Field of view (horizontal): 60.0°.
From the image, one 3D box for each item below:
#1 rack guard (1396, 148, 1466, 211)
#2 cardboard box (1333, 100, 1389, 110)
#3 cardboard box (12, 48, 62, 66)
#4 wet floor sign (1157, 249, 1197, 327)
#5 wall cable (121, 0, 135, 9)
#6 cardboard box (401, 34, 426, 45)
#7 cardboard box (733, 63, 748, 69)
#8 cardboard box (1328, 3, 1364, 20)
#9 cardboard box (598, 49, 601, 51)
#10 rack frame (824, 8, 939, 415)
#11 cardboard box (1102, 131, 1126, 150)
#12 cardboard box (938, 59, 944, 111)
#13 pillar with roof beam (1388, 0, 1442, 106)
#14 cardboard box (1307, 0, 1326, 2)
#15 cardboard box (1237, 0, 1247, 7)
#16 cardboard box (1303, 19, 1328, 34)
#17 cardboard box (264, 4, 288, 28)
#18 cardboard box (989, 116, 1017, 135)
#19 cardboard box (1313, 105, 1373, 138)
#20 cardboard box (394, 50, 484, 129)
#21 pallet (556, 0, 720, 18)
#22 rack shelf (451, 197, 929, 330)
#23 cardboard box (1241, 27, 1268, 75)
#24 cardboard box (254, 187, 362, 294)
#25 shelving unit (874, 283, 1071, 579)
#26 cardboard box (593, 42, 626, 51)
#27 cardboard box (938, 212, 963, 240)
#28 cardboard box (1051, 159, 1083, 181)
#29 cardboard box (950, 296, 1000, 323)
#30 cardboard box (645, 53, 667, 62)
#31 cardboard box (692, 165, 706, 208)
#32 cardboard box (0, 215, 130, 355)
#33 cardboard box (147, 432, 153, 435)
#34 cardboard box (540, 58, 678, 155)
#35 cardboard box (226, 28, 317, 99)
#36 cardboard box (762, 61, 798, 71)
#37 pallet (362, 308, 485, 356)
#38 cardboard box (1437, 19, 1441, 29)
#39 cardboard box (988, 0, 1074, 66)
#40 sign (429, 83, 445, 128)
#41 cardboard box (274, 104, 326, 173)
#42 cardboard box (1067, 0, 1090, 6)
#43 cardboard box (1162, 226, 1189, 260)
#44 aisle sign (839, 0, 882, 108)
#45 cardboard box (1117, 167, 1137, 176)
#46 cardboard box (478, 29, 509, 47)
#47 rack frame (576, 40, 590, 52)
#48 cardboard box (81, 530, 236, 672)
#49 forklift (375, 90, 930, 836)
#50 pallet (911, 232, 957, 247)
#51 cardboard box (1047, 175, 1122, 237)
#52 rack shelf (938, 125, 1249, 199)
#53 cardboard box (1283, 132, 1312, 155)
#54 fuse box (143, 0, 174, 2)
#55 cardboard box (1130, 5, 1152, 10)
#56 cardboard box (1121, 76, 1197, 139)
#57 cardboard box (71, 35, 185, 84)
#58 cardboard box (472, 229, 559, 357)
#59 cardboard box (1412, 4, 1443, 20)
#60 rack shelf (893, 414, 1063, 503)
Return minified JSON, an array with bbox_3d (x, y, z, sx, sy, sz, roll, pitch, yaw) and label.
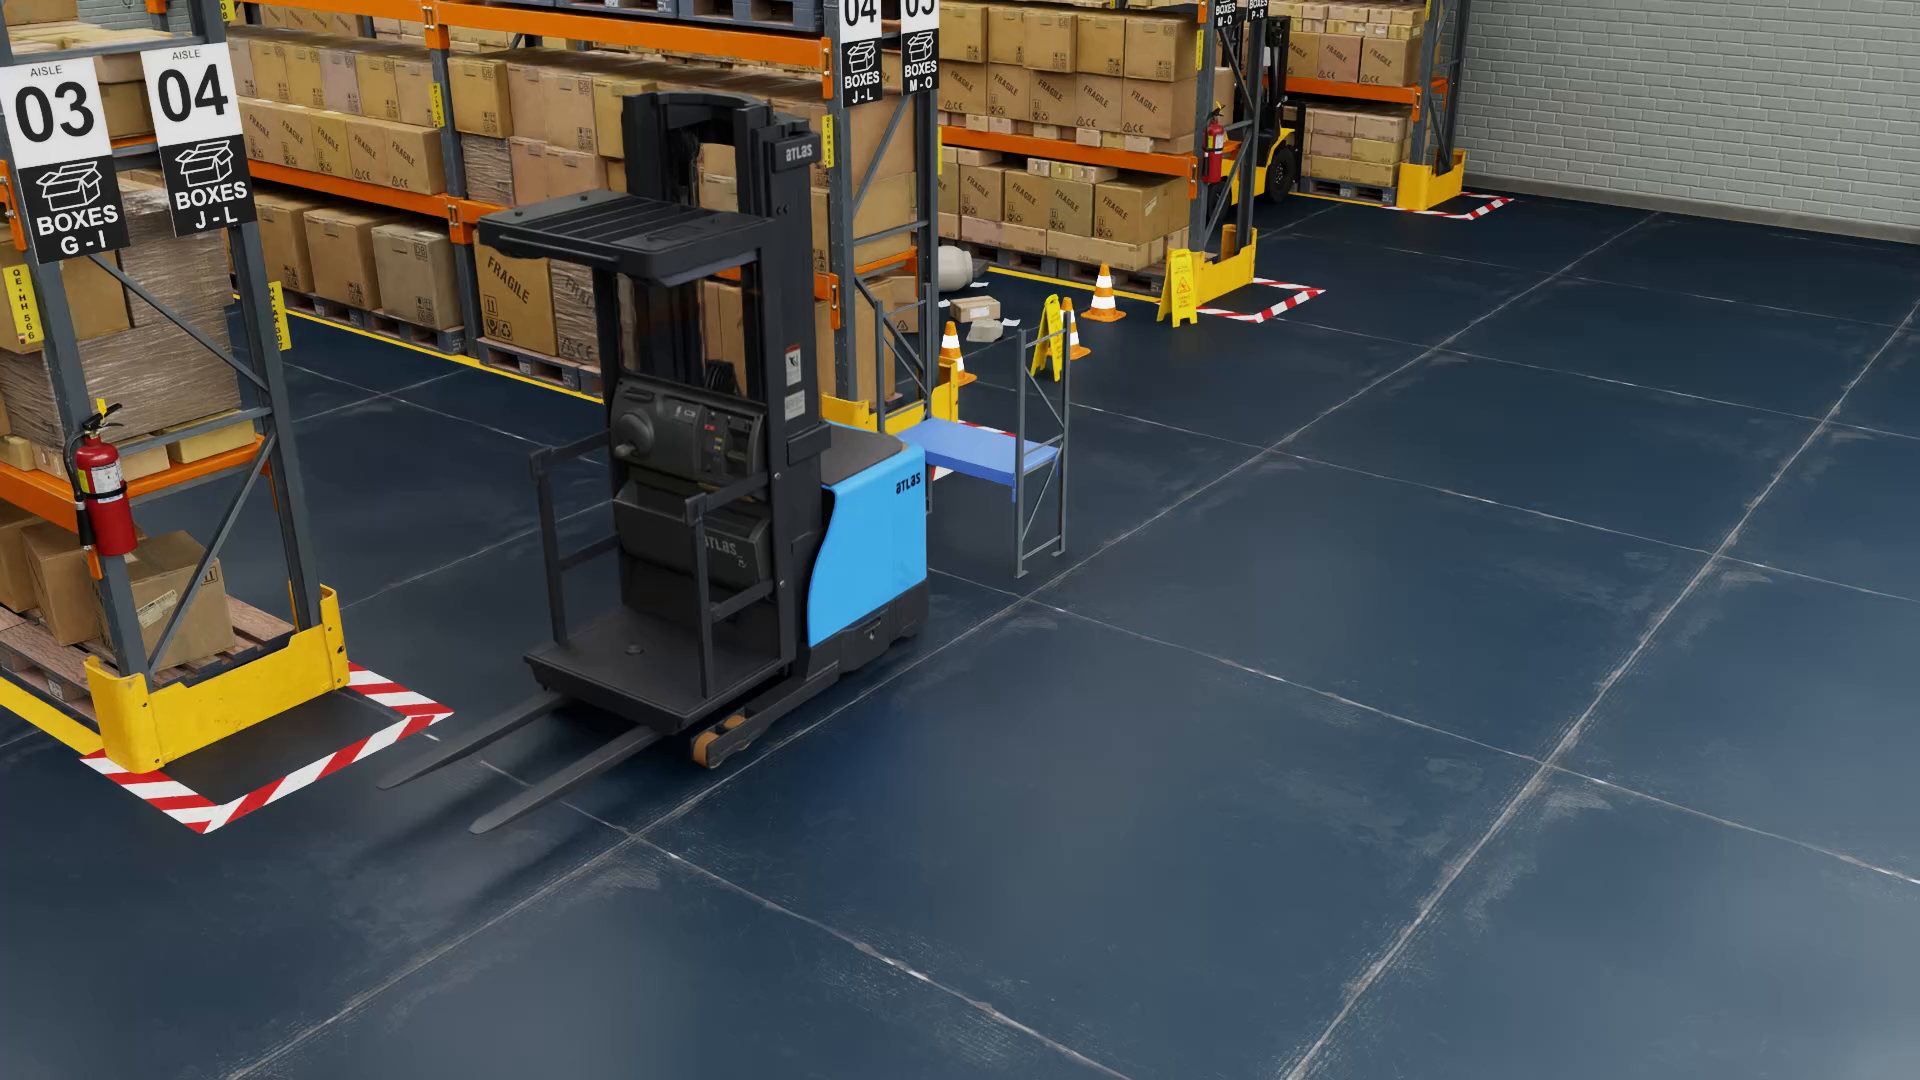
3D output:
[{"bbox_3d":[5.385,-4.131,19.005,0.348,0.500,1.175,17,29,33],"label":"rack guard"},{"bbox_3d":[4.693,-4.969,19.456,0.500,0.250,0.500,17,29,33],"label":"cardboard box"},{"bbox_3d":[-3.961,-1.934,6.890,0.250,0.149,0.380,17,29,33],"label":"cardboard box"},{"bbox_3d":[1.902,-2.209,14.464,0.267,0.644,0.232,-15,28,-30],"label":"wet floor sign"},{"bbox_3d":[-14.096,-9.828,27.576,0.122,1.984,0.588,17,29,33],"label":"wall cable"},{"bbox_3d":[-6.602,-6.195,20.776,0.500,0.250,0.500,16,28,32],"label":"cardboard box"},{"bbox_3d":[-2.194,-5.009,17.689,0.250,0.149,0.380,17,29,33],"label":"cardboard box"},{"bbox_3d":[4.357,-5.966,18.773,0.250,0.149,0.380,17,29,34],"label":"cardboard box"},{"bbox_3d":[-4.250,-5.743,19.751,0.500,0.250,0.500,16,29,32],"label":"cardboard box"},{"bbox_3d":[-0.496,-2.057,11.197,0.127,3.000,1.000,17,29,33],"label":"rack frame"},{"bbox_3d":[1.503,-3.679,15.191,0.250,0.149,0.380,16,29,32],"label":"cardboard box"},{"bbox_3d":[-0.208,-4.517,16.289,0.500,0.500,0.500,17,29,33],"label":"cardboard box"},{"bbox_3d":[2.767,-7.096,15.194,0.400,9.000,9.100,17,29,33],"label":"pillar with roof beam"},{"bbox_3d":[4.250,-6.258,19.436,0.250,0.149,0.380,16,28,32],"label":"cardboard box"},{"bbox_3d":[3.321,-6.268,19.457,0.250,0.149,0.380,17,29,33],"label":"cardboard box"},{"bbox_3d":[4.094,-5.864,18.910,0.250,0.149,0.380,16,28,32],"label":"cardboard box"},{"bbox_3d":[-8.971,-7.026,22.353,0.500,0.500,0.500,18,29,35],"label":"cardboard box"},{"bbox_3d":[0.487,-3.986,15.889,0.250,0.149,0.380,17,29,33],"label":"cardboard box"},{"bbox_3d":[4.398,-4.804,19.083,0.500,0.250,0.500,17,29,34],"label":"cardboard box"},{"bbox_3d":[-4.098,-3.645,13.439,0.500,0.500,0.700,16,29,32],"label":"cardboard box"},{"bbox_3d":[-2.076,-3.859,11.679,1.213,0.211,1.003,17,29,33],"label":"pallet"},{"bbox_3d":[-2.096,-2.211,12.440,4.000,0.370,1.077,17,29,33],"label":"rack shelf"},{"bbox_3d":[3.586,-5.731,19.412,0.500,0.500,0.500,17,29,34],"label":"cardboard box"},{"bbox_3d":[-5.763,-2.767,15.079,0.750,0.750,1.050,17,29,34],"label":"cardboard box"},{"bbox_3d":[0.068,-0.666,9.901,1.048,1.500,0.538,17,29,33],"label":"shelving unit"},{"bbox_3d":[-3.788,-5.803,18.687,0.500,0.500,0.500,16,28,32],"label":"cardboard box"},{"bbox_3d":[-0.065,-3.224,16.736,0.500,0.250,0.500,19,30,36],"label":"cardboard box"},{"bbox_3d":[1.061,-3.490,15.606,0.250,0.149,0.380,17,29,34],"label":"cardboard box"},{"bbox_3d":[0.132,-2.038,14.692,0.380,0.149,0.250,-10,26,-21],"label":"cardboard box"},{"bbox_3d":[-3.256,-5.318,18.390,0.250,0.149,0.380,17,29,34],"label":"cardboard box"},{"bbox_3d":[-1.646,-2.502,12.023,0.550,0.550,0.875,17,29,33],"label":"cardboard box"},{"bbox_3d":[-4.140,-1.173,7.460,0.500,0.500,0.500,17,29,33],"label":"cardboard box"},{"bbox_3d":[-3.825,-0.578,8.154,0.250,0.149,0.380,17,29,33],"label":"cardboard box"},{"bbox_3d":[-2.563,-3.216,12.303,0.550,0.550,0.875,17,29,33],"label":"cardboard box"},{"bbox_3d":[-6.139,-4.261,14.836,0.500,0.500,0.700,16,29,33],"label":"cardboard box"},{"bbox_3d":[-1.714,-5.176,17.265,0.500,0.500,0.500,17,29,34],"label":"cardboard box"},{"bbox_3d":[-4.359,-1.910,14.323,1.213,0.211,1.003,17,29,33],"label":"pallet"},{"bbox_3d":[5.250,-5.789,18.739,0.250,0.149,0.380,16,28,32],"label":"cardboard box"},{"bbox_3d":[0.666,-4.751,15.579,0.500,0.500,0.700,17,29,33],"label":"cardboard box"},{"bbox_3d":[-4.014,-3.340,12.772,0.005,0.325,0.100,17,29,33],"label":"sign"},{"bbox_3d":[-5.491,-3.476,14.295,0.500,0.500,0.500,16,29,33],"label":"cardboard box"},{"bbox_3d":[1.541,-6.658,20.712,0.250,0.149,0.380,16,29,33],"label":"cardboard box"},{"bbox_3d":[1.912,-2.896,15.992,0.500,0.250,0.500,17,29,33],"label":"cardboard box"},{"bbox_3d":[-0.619,-3.132,10.414,0.004,0.787,0.394,17,29,33],"label":"aisle sign"},{"bbox_3d":[1.472,-3.370,16.138,0.500,0.500,0.500,16,28,31],"label":"cardboard box"},{"bbox_3d":[-5.384,-6.048,19.822,0.500,0.250,0.500,16,28,32],"label":"cardboard box"},{"bbox_3d":[-4.010,-5.613,19.268,0.127,3.000,1.000,17,29,33],"label":"rack frame"},{"bbox_3d":[-4.041,0.315,8.395,0.500,0.500,0.500,-20,31,-38],"label":"cardboard box"},{"bbox_3d":[-1.420,-0.489,7.725,1.130,2.935,3.031,16,28,31],"label":"forklift"},{"bbox_3d":[-0.250,-3.218,17.292,1.213,0.211,1.003,17,29,33],"label":"pallet"},{"bbox_3d":[1.175,-3.190,15.729,0.500,0.500,0.500,18,30,35],"label":"cardboard box"},{"bbox_3d":[0.791,-3.832,16.120,4.000,0.370,1.077,17,29,33],"label":"rack shelf"},{"bbox_3d":[3.968,-4.703,19.472,0.500,0.250,0.500,16,28,32],"label":"cardboard box"},{"bbox_3d":[-13.561,-8.956,28.454,0.414,1.711,0.539,17,29,33],"label":"fuse box"},{"bbox_3d":[2.262,-6.428,20.191,0.250,0.149,0.380,16,29,32],"label":"cardboard box"},{"bbox_3d":[1.792,-3.902,14.893,0.500,0.500,0.500,16,29,32],"label":"cardboard box"},{"bbox_3d":[-3.633,-2.108,7.286,0.250,0.149,0.380,17,29,33],"label":"cardboard box"},{"bbox_3d":[-3.235,-2.069,13.340,0.875,0.875,0.875,17,29,34],"label":"cardboard box"},{"bbox_3d":[5.225,-5.909,18.644,0.250,0.149,0.380,16,28,32],"label":"cardboard box"},{"bbox_3d":[0.068,-0.501,9.973,1.000,0.185,0.538,17,29,33],"label":"rack shelf"}]
